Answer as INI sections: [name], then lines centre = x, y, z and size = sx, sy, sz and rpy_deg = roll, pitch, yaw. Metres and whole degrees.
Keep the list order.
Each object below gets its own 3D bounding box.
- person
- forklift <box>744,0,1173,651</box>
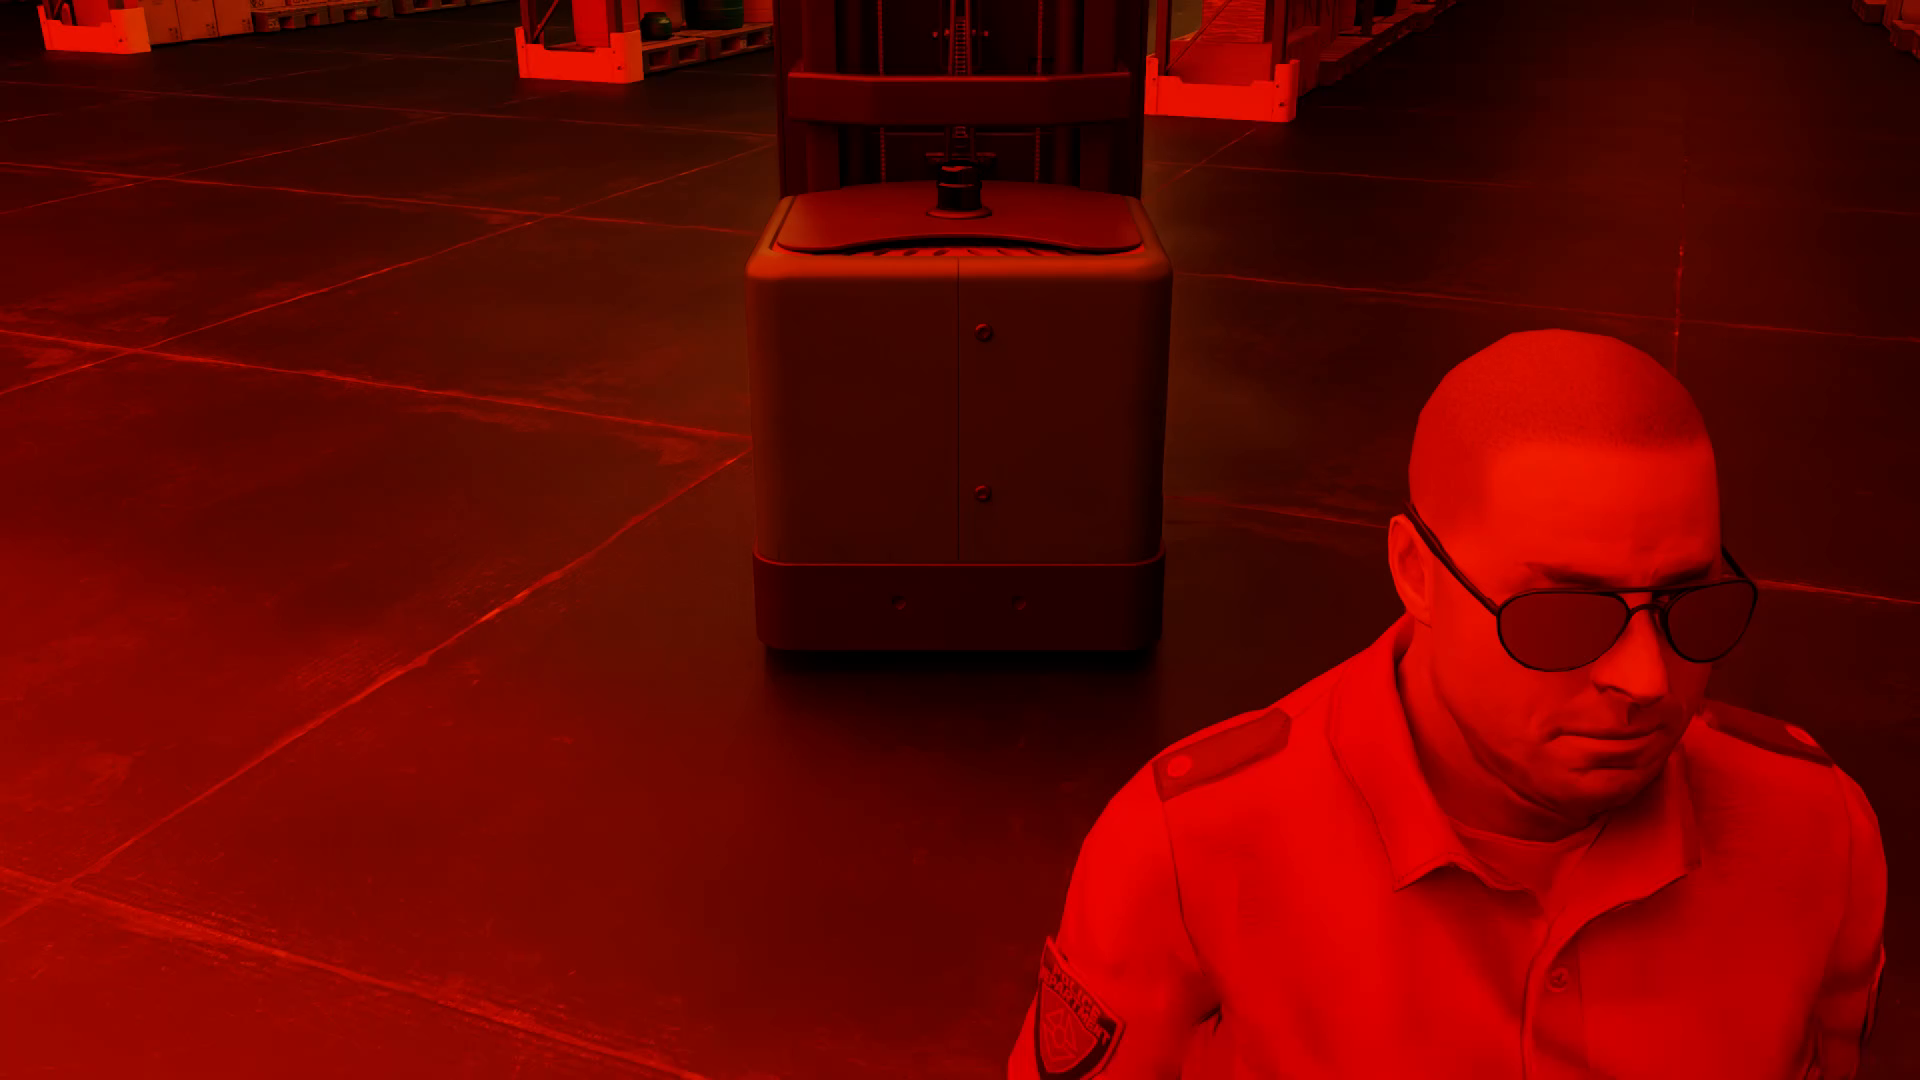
[person]
centre = 0.357, 0.727, 1.149
size = 0.677, 1.745, 0.469
rpy_deg = -2, 23, -5
[forklift]
centre = 0.002, -1.587, 5.089
size = 1.130, 2.935, 3.031
rpy_deg = 0, 23, 0
